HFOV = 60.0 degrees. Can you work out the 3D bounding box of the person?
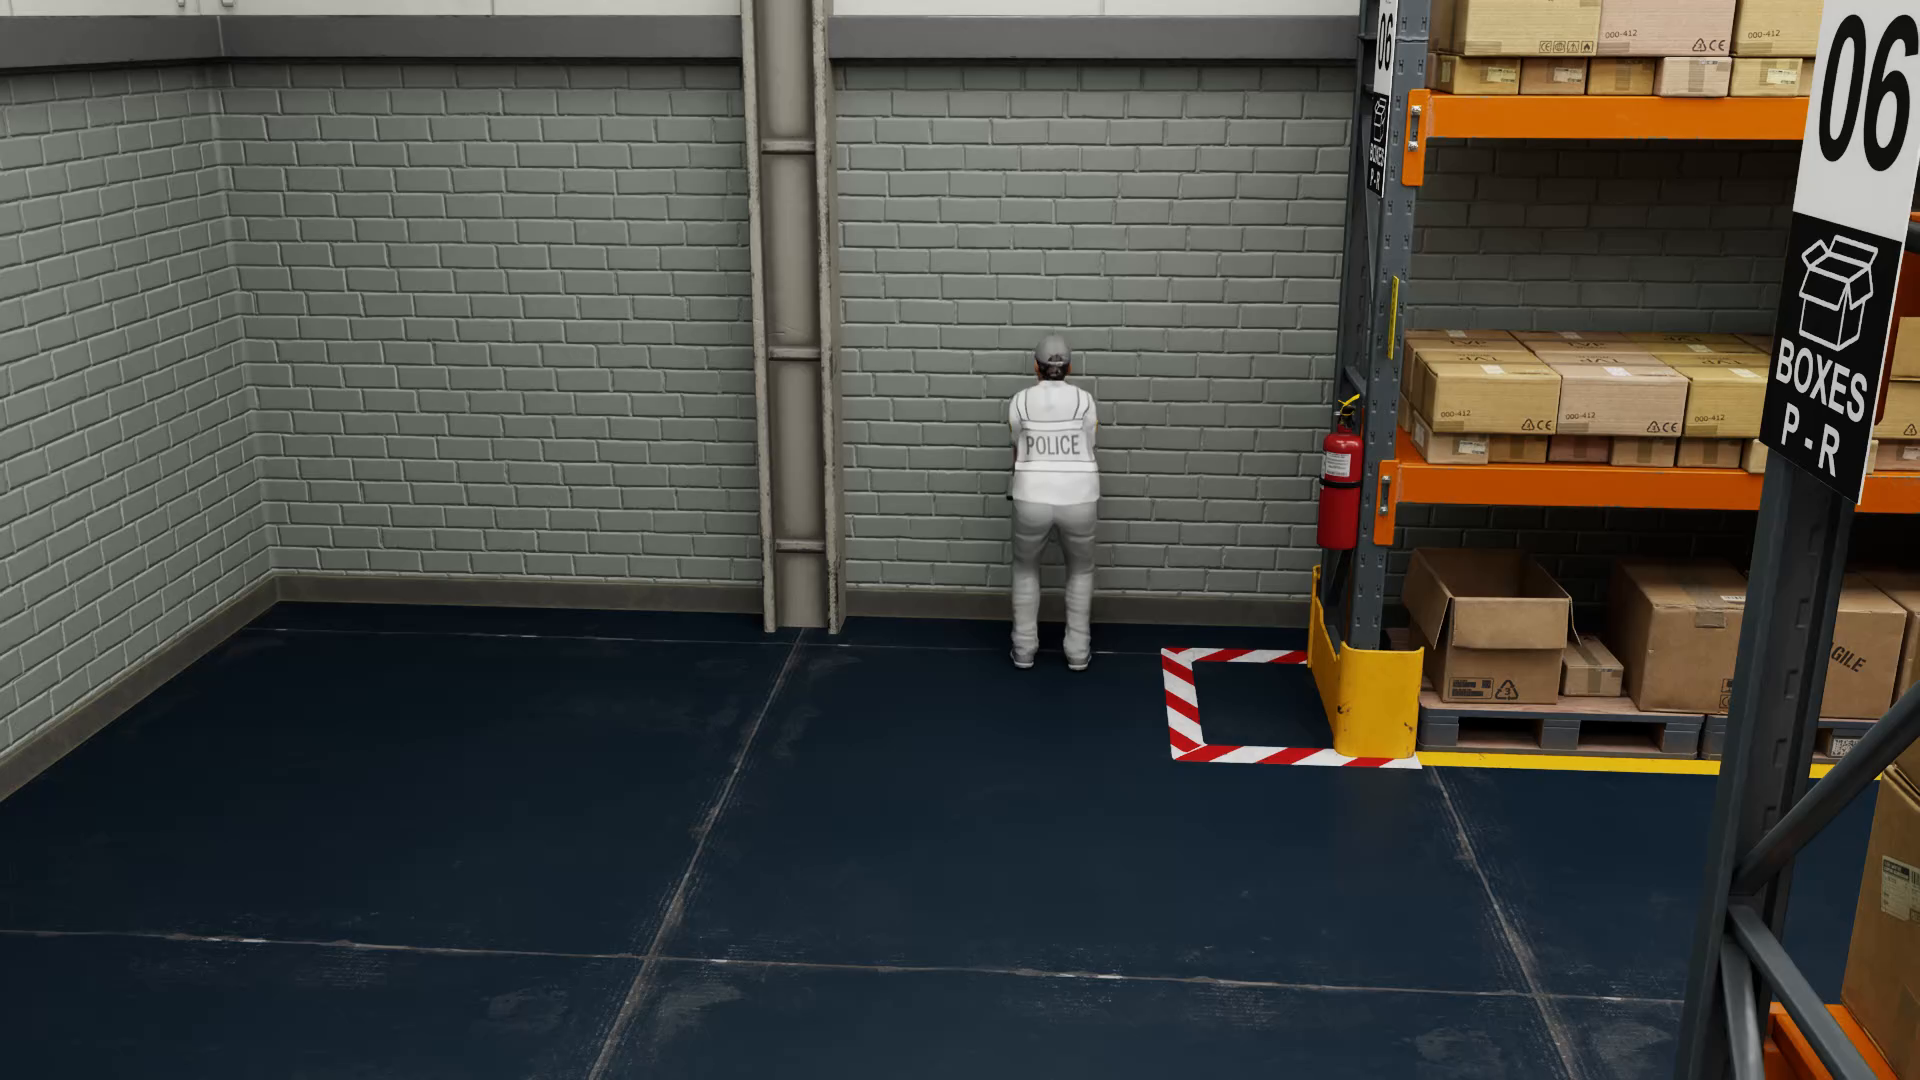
[{"bbox_3d":[0.455,-0.186,8.164,0.452,1.655,0.565,1,18,3],"label":"person"}]
